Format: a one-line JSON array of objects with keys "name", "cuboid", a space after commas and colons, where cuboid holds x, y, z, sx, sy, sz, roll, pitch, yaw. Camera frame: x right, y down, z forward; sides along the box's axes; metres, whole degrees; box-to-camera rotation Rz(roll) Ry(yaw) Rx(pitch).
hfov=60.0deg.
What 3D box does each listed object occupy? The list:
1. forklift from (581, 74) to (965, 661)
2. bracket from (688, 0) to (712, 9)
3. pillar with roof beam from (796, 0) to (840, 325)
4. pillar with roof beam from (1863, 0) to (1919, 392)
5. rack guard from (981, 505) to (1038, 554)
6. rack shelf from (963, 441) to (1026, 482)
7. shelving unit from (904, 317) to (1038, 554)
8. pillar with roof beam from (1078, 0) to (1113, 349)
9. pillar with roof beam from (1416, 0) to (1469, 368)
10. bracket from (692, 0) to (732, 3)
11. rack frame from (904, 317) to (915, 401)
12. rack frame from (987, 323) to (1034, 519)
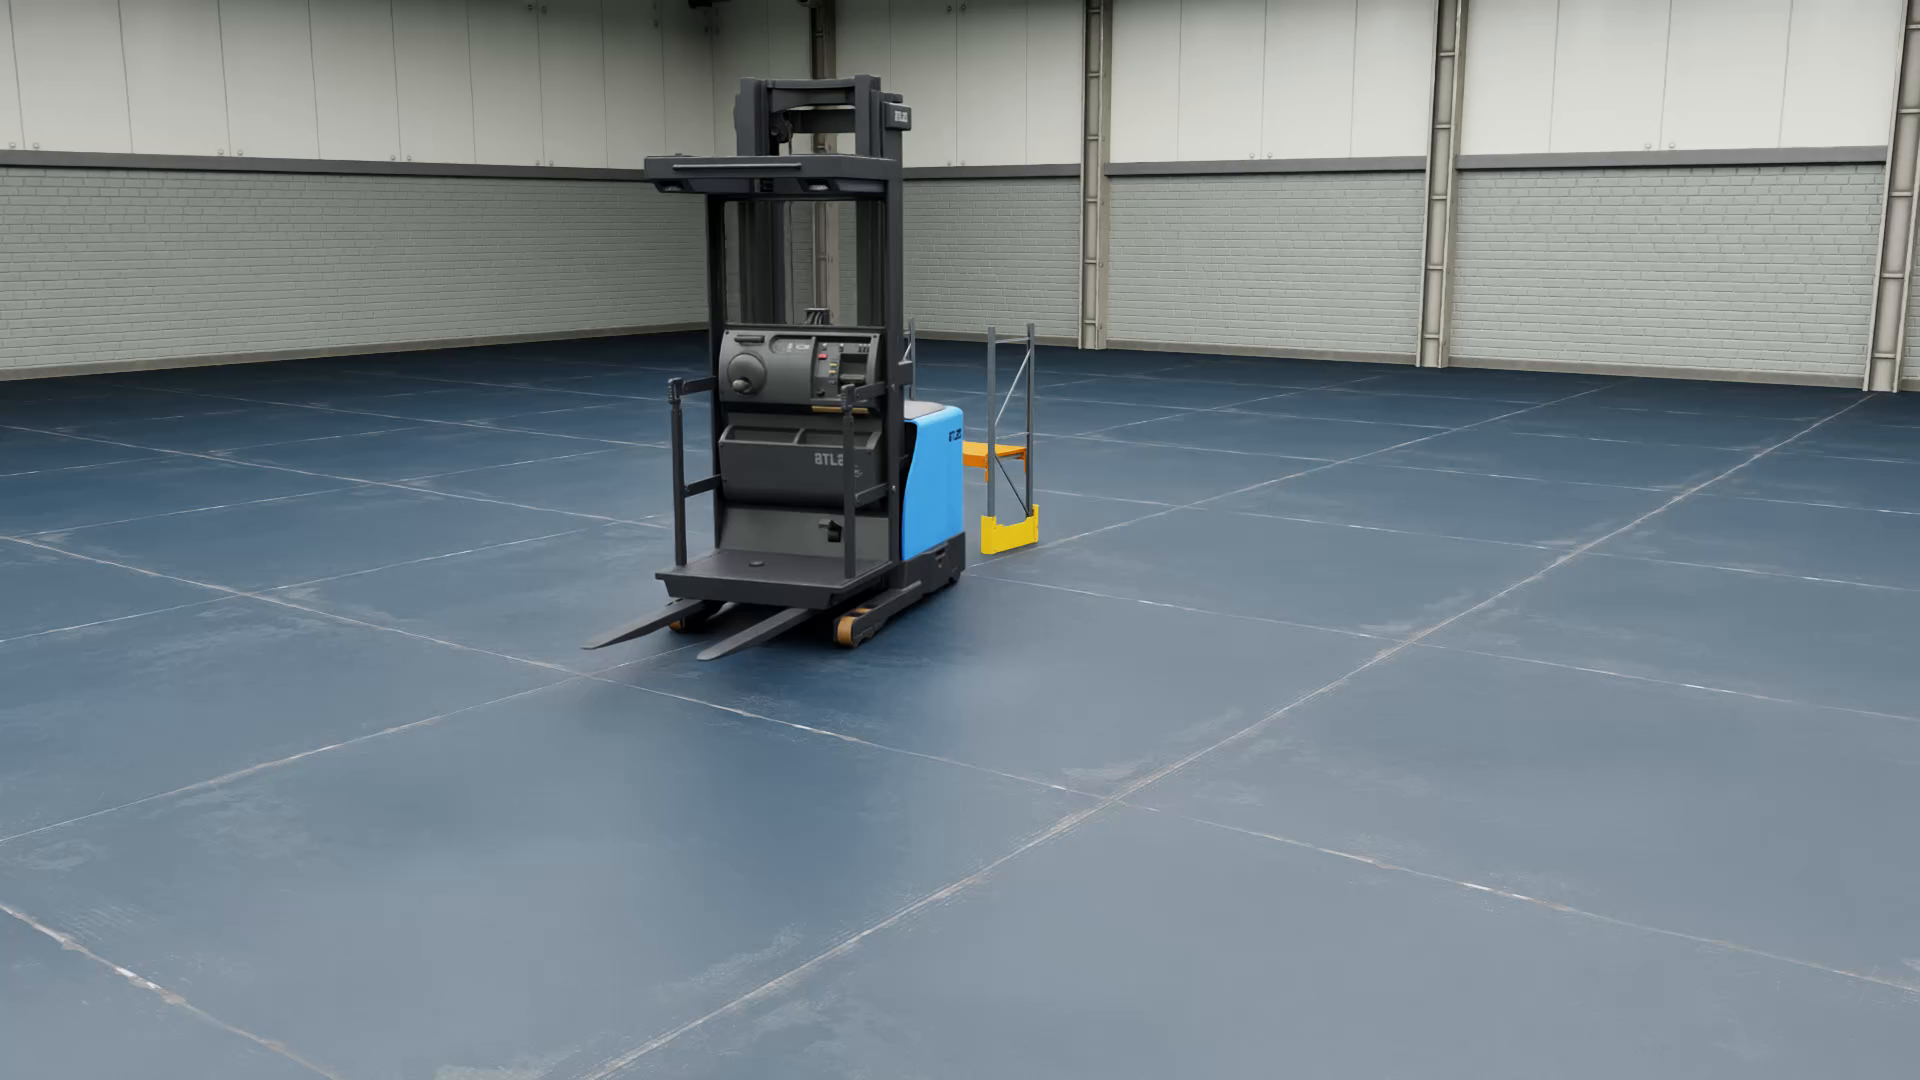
[{"name": "forklift", "cuboid": [-0.945, -0.968, 8.815, 1.130, 2.935, 3.031, 4, 12, 19]}, {"name": "bracket", "cuboid": [-5.017, -10.407, 32.154, 0.430, 0.232, 0.235, 8, 13, 36]}, {"name": "pillar with roof beam", "cuboid": [-5.110, -7.722, 27.752, 0.548, 9.000, 9.100, 8, 13, 36]}, {"name": "pillar with roof beam", "cuboid": [9.398, -5.698, 17.292, 0.400, 9.000, 9.100, 8, 13, 36]}, {"name": "rack guard", "cuboid": [0.340, -0.075, 11.261, 0.087, 0.250, 0.587, 8, 13, 36]}, {"name": "rack shelf", "cuboid": [-0.069, -0.569, 11.471, 1.000, 0.185, 0.538, 8, 13, 36]}, {"name": "shelving unit", "cuboid": [-0.061, -0.745, 11.432, 1.083, 1.500, 0.587, 8, 13, 36]}, {"name": "pillar with roof beam", "cuboid": [-0.274, -7.047, 24.265, 0.400, 9.000, 9.100, 8, 13, 36]}, {"name": "pillar with roof beam", "cuboid": [4.562, -6.373, 20.778, 0.400, 9.000, 9.100, 8, 13, 36]}, {"name": "bracket", "cuboid": [-4.541, -10.340, 31.811, 3.189, 0.066, 0.076, 8, 13, 36]}, {"name": "rack frame", "cuboid": [-0.478, -0.803, 11.732, 0.032, 1.500, 0.500, 8, 13, 36]}, {"name": "rack frame", "cuboid": [0.341, -0.689, 11.141, 0.032, 1.500, 0.500, 8, 13, 36]}]
